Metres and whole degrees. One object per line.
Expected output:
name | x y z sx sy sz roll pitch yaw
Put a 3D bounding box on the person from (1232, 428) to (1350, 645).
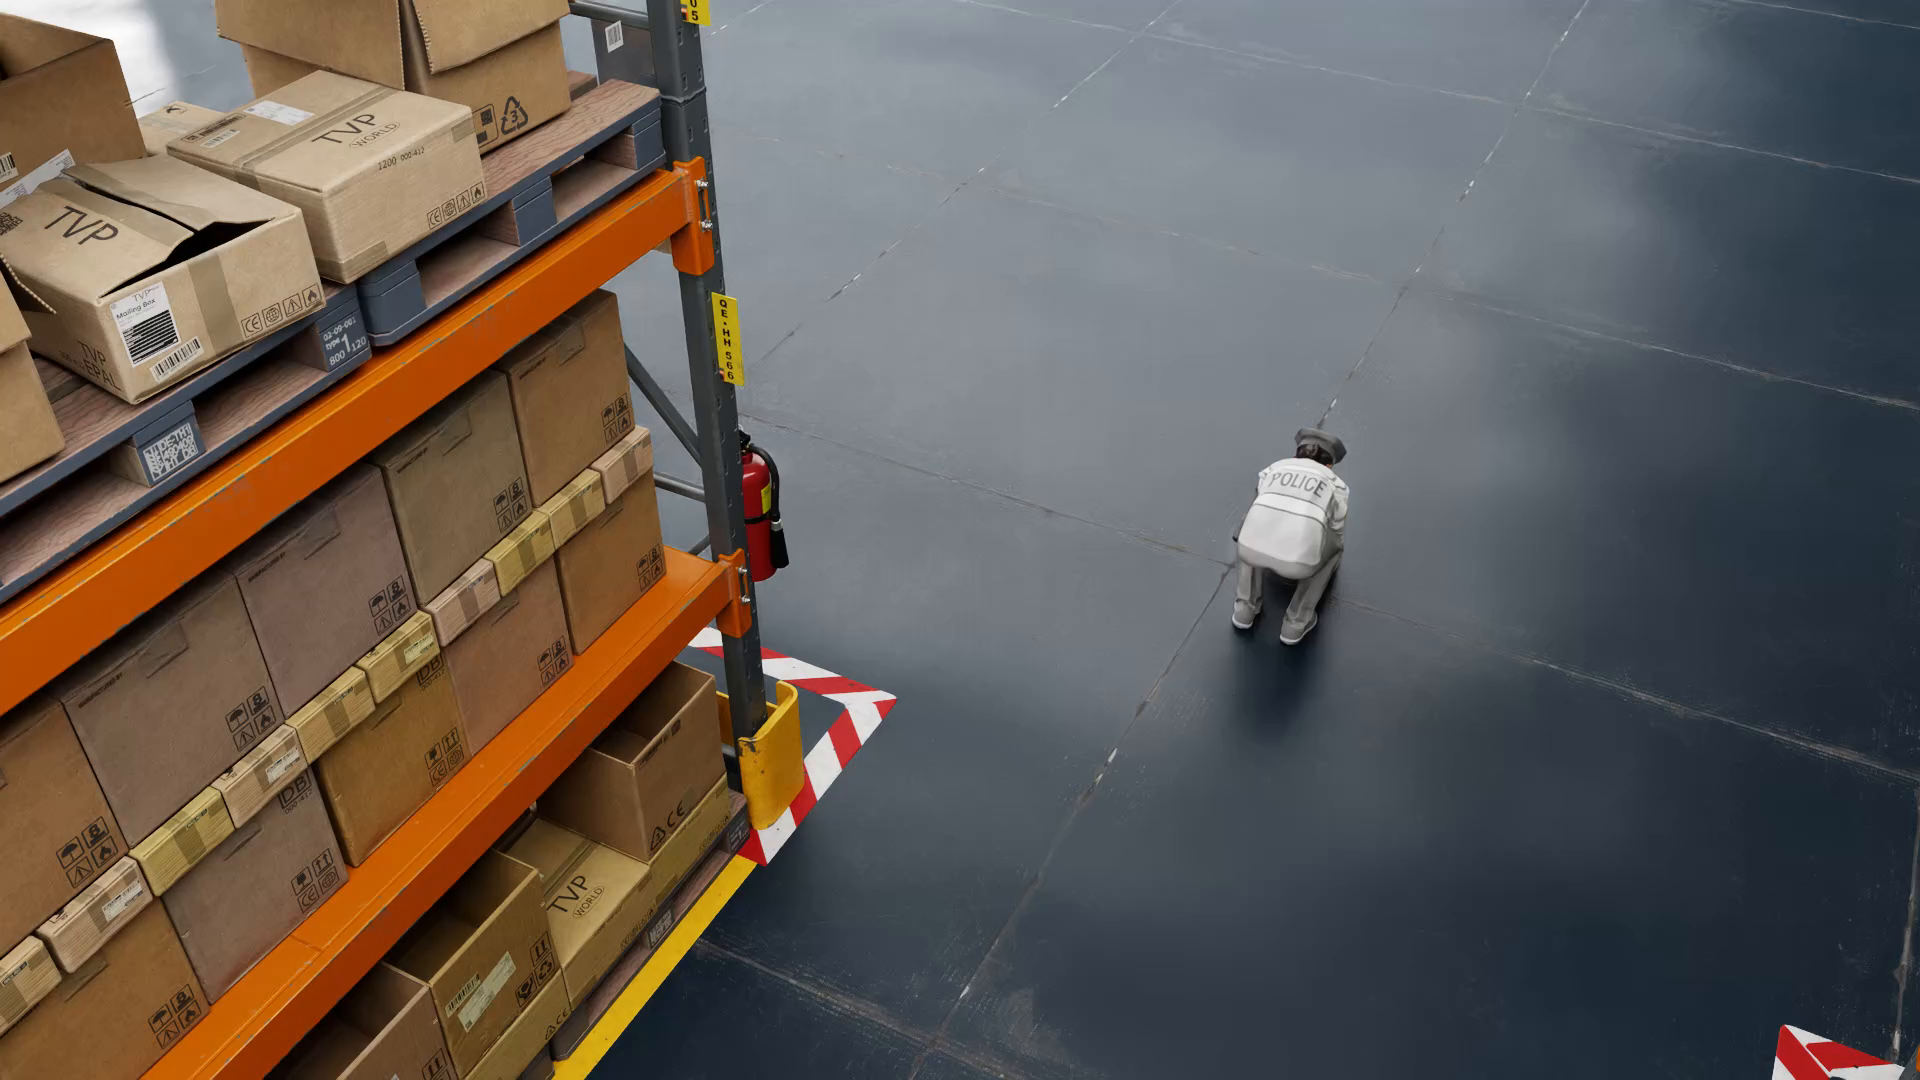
person | 1.503 -0.010 7.517 0.459 0.760 0.914 17 41 20
